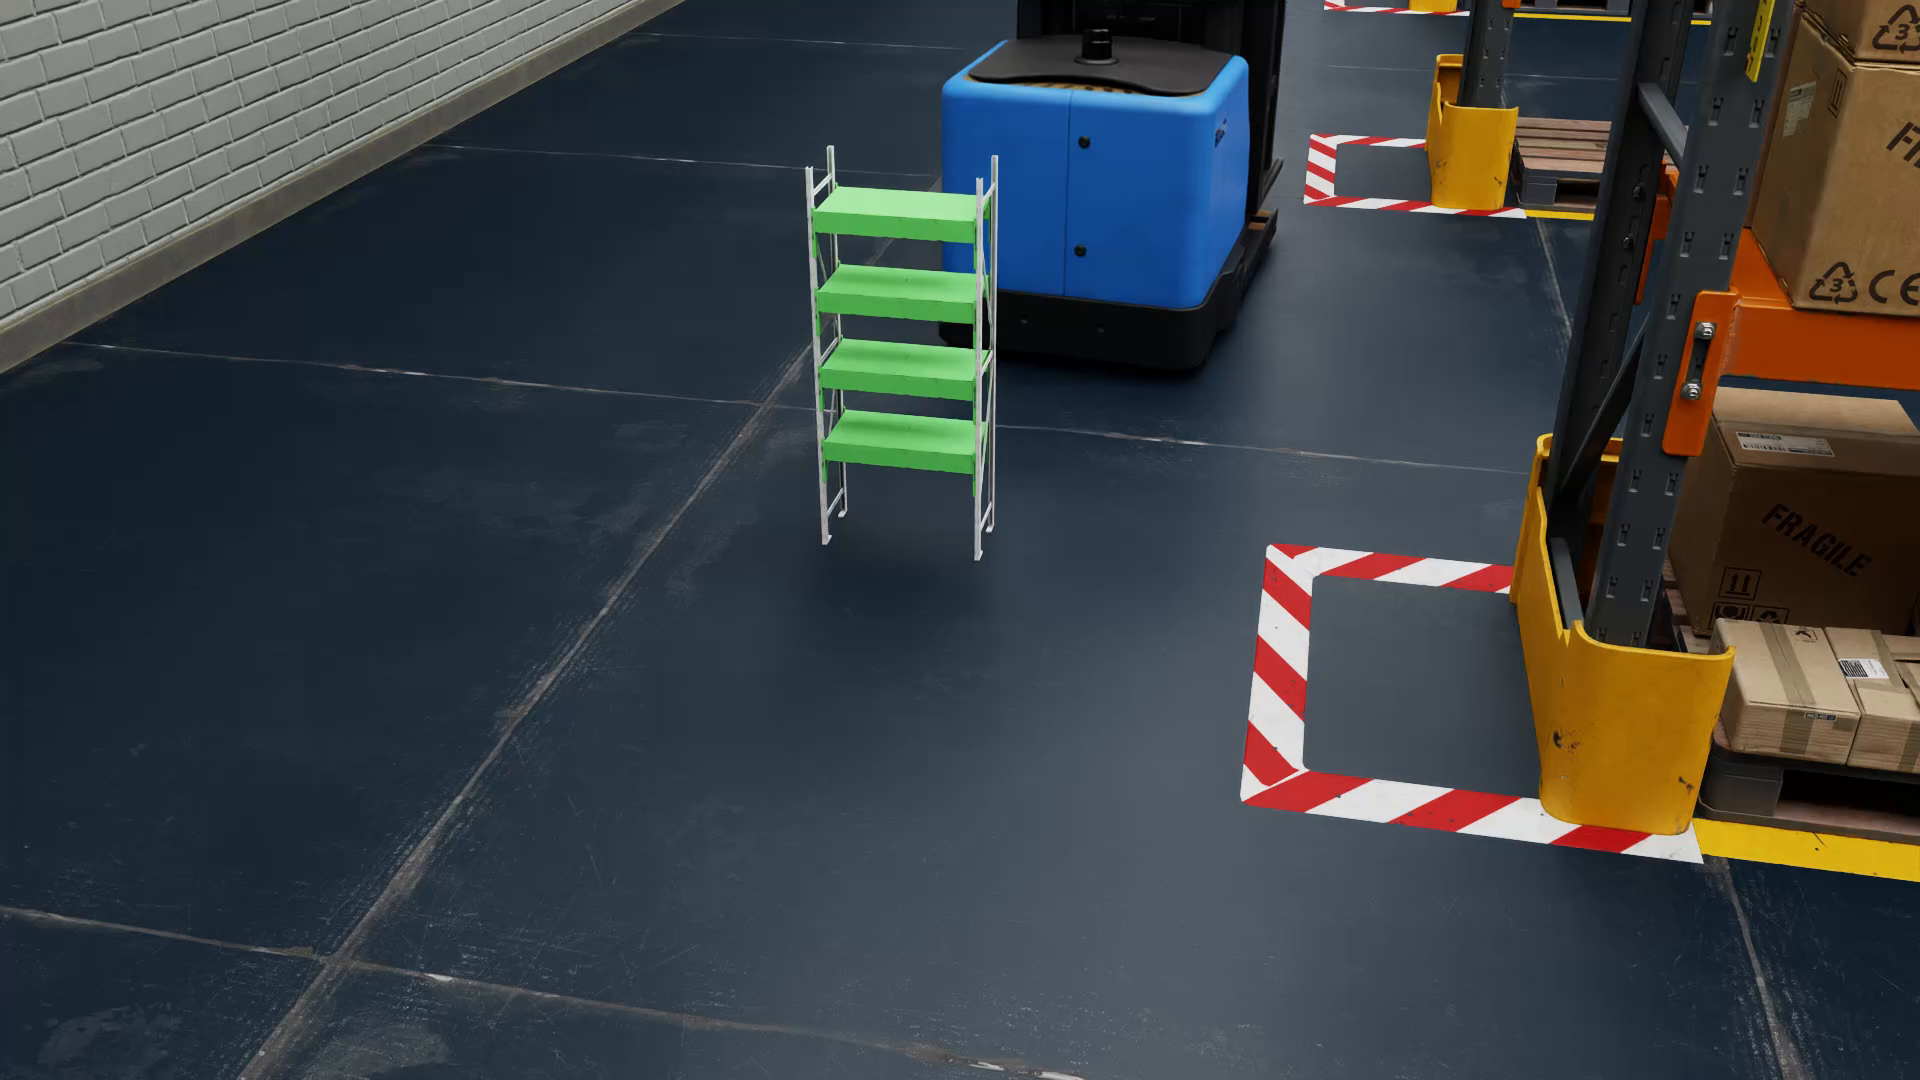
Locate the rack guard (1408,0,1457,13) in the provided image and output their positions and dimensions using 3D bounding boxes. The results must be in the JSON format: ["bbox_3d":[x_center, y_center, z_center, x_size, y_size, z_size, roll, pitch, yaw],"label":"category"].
[{"bbox_3d":[3.674,-4.462,12.880,0.348,0.500,1.175,6,29,11],"label":"rack guard"}]

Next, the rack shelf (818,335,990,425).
[{"bbox_3d":[-0.162,-0.487,5.023,0.480,0.148,0.258,6,29,11],"label":"rack shelf"}]

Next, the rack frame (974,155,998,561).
[{"bbox_3d":[0.077,-0.518,4.948,0.015,1.200,0.240,6,29,11],"label":"rack frame"}]

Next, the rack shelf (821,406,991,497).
[{"bbox_3d":[-0.162,-0.276,5.138,0.480,0.148,0.258,6,29,11],"label":"rack shelf"}]

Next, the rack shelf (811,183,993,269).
[{"bbox_3d":[-0.162,-0.908,4.792,0.480,0.148,0.258,6,29,11],"label":"rack shelf"}]

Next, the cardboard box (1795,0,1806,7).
[{"bbox_3d":[2.118,-1.471,3.669,0.500,0.500,0.500,6,29,10],"label":"cardboard box"}]

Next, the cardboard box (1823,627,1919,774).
[{"bbox_3d":[2.207,0.374,3.936,0.250,0.166,0.380,6,29,11],"label":"cardboard box"}]

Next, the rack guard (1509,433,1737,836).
[{"bbox_3d":[1.699,0.200,4.365,0.348,0.500,1.175,6,29,11],"label":"rack guard"}]

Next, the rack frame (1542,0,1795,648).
[{"bbox_3d":[1.625,-0.904,3.779,0.127,3.000,1.000,6,29,11],"label":"rack frame"}]

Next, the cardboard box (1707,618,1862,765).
[{"bbox_3d":[1.963,0.356,3.986,0.250,0.149,0.380,6,29,11],"label":"cardboard box"}]

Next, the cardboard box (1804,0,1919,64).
[{"bbox_3d":[2.004,-1.219,3.207,0.500,0.500,0.500,7,29,12],"label":"cardboard box"}]

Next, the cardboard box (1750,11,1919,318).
[{"bbox_3d":[2.004,-0.780,3.447,0.500,0.500,0.500,6,29,12],"label":"cardboard box"}]

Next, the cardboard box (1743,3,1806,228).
[{"bbox_3d":[2.120,-1.031,3.906,0.500,0.500,0.500,7,29,12],"label":"cardboard box"}]

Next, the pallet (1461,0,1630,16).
[{"bbox_3d":[4.496,-4.290,12.866,1.213,0.211,1.003,6,29,11],"label":"pallet"}]

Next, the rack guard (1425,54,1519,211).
[{"bbox_3d":[2.637,-2.130,8.620,0.348,0.500,1.175,6,29,11],"label":"rack guard"}]

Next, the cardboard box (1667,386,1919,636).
[{"bbox_3d":[2.208,-0.062,4.385,0.500,0.500,0.500,6,29,11],"label":"cardboard box"}]

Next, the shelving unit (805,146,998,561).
[{"bbox_3d":[-0.162,-0.543,4.992,0.503,1.200,0.258,6,29,11],"label":"shelving unit"}]

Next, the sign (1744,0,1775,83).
[{"bbox_3d":[1.512,-1.029,3.105,0.005,0.325,0.100,6,29,11],"label":"sign"}]

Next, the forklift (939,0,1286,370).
[{"bbox_3d":[0.851,-2.620,6.983,1.130,2.935,3.031,9,30,15],"label":"forklift"}]

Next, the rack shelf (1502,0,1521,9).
[{"bbox_3d":[4.619,-2.714,7.833,4.000,0.370,1.077,6,29,11],"label":"rack shelf"}]

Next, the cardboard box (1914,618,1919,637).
[{"bbox_3d":[2.586,0.346,3.899,0.500,0.250,0.500,6,29,11],"label":"cardboard box"}]

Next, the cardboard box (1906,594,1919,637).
[{"bbox_3d":[2.585,0.167,4.314,0.250,0.166,0.380,6,29,11],"label":"cardboard box"}]

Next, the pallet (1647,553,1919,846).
[{"bbox_3d":[2.479,0.406,4.289,1.213,0.211,1.003,6,29,11],"label":"pallet"}]

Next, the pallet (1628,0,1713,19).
[{"bbox_3d":[5.685,-4.166,12.641,1.213,0.211,1.003,6,29,11],"label":"pallet"}]

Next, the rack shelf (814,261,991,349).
[{"bbox_3d":[-0.162,-0.697,4.908,0.480,0.148,0.258,6,29,11],"label":"rack shelf"}]

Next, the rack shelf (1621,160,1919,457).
[{"bbox_3d":[3.581,-0.388,3.585,4.000,0.370,1.077,6,29,11],"label":"rack shelf"}]

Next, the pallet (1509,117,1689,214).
[{"bbox_3d":[3.461,-1.906,8.512,1.213,0.211,1.003,6,29,11],"label":"pallet"}]

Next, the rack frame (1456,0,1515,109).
[{"bbox_3d":[2.663,-3.230,8.027,0.127,3.000,1.000,6,29,11],"label":"rack frame"}]

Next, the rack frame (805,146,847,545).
[{"bbox_3d":[-0.400,-0.567,5.037,0.015,1.200,0.240,6,29,11],"label":"rack frame"}]
